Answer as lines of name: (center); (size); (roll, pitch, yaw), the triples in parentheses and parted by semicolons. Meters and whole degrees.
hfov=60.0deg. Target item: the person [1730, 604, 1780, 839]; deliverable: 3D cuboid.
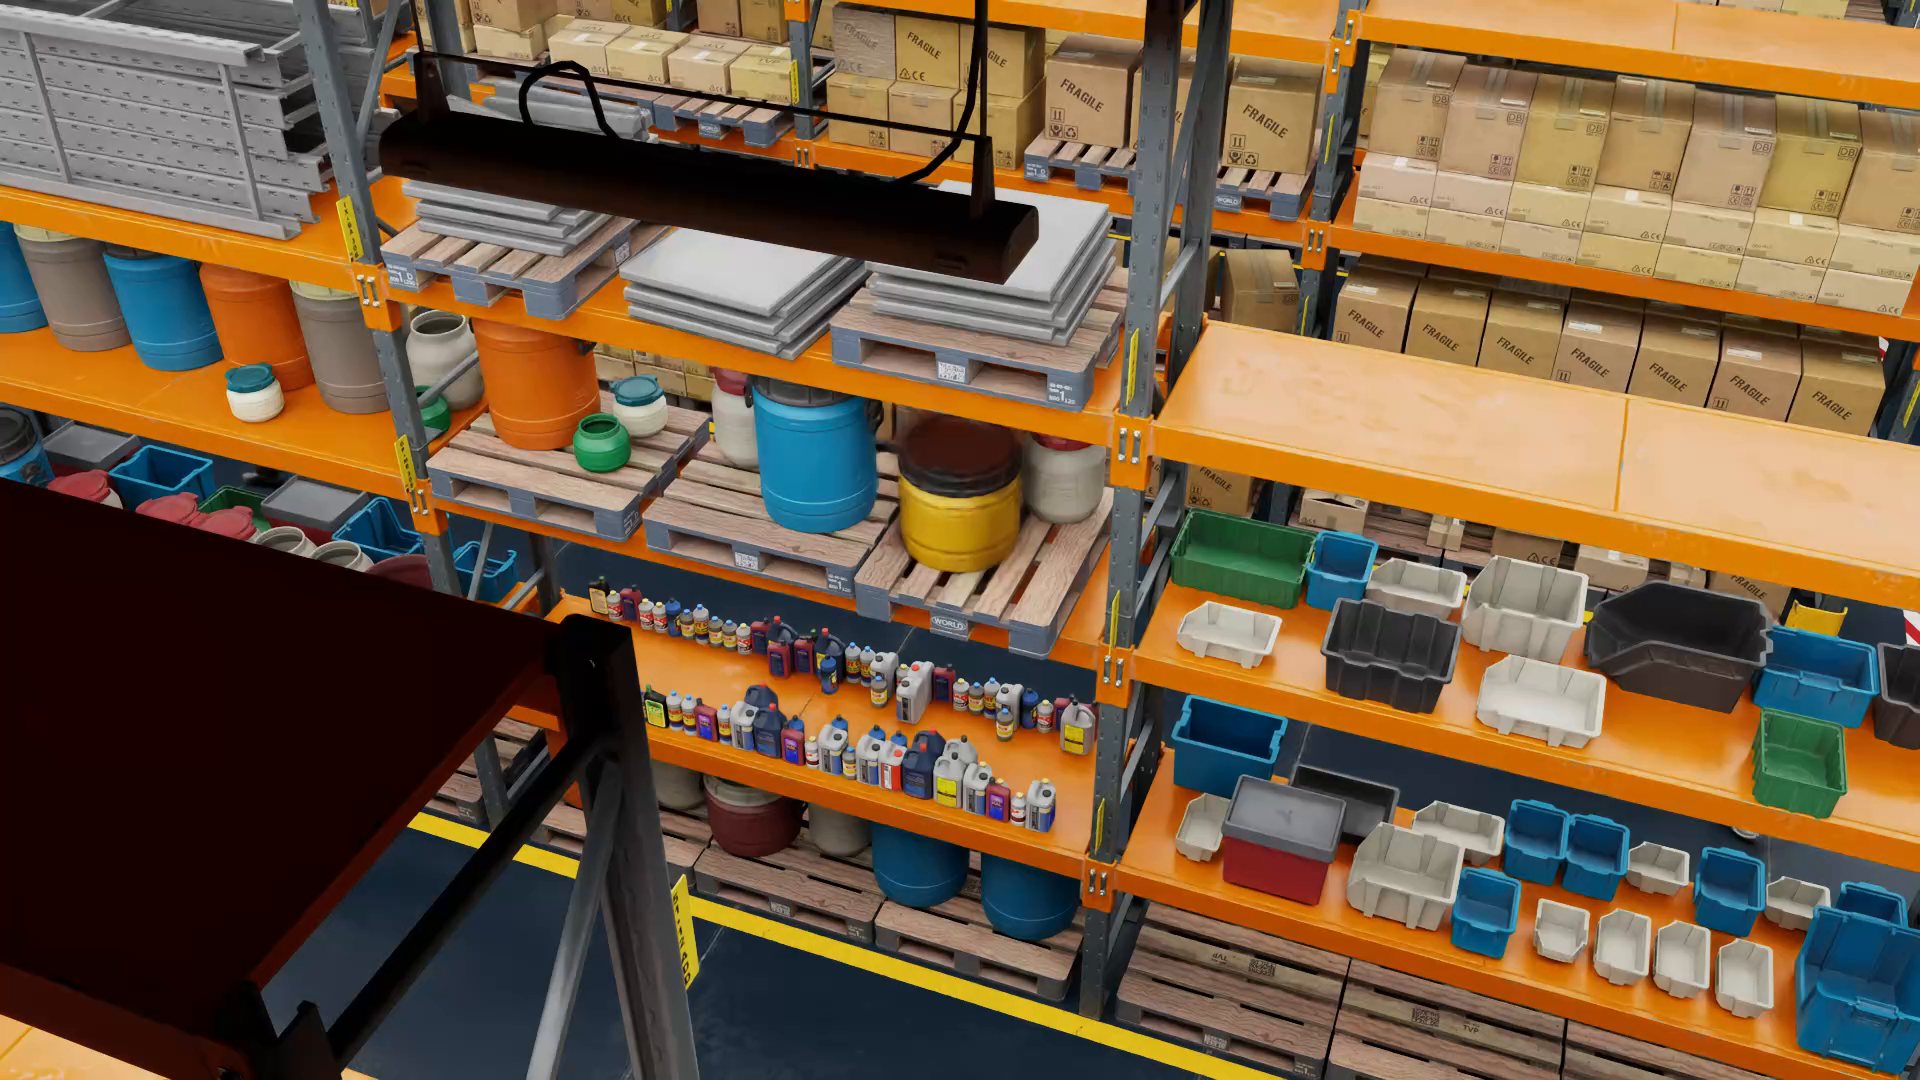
person: (4.815, 1.063, 10.502); (0.620, 1.708, 0.751); (-5, 37, -6)

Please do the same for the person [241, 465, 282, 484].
person: (-5.602, -1.085, 13.376); (0.931, 1.761, 0.590); (-1, 36, -1)
